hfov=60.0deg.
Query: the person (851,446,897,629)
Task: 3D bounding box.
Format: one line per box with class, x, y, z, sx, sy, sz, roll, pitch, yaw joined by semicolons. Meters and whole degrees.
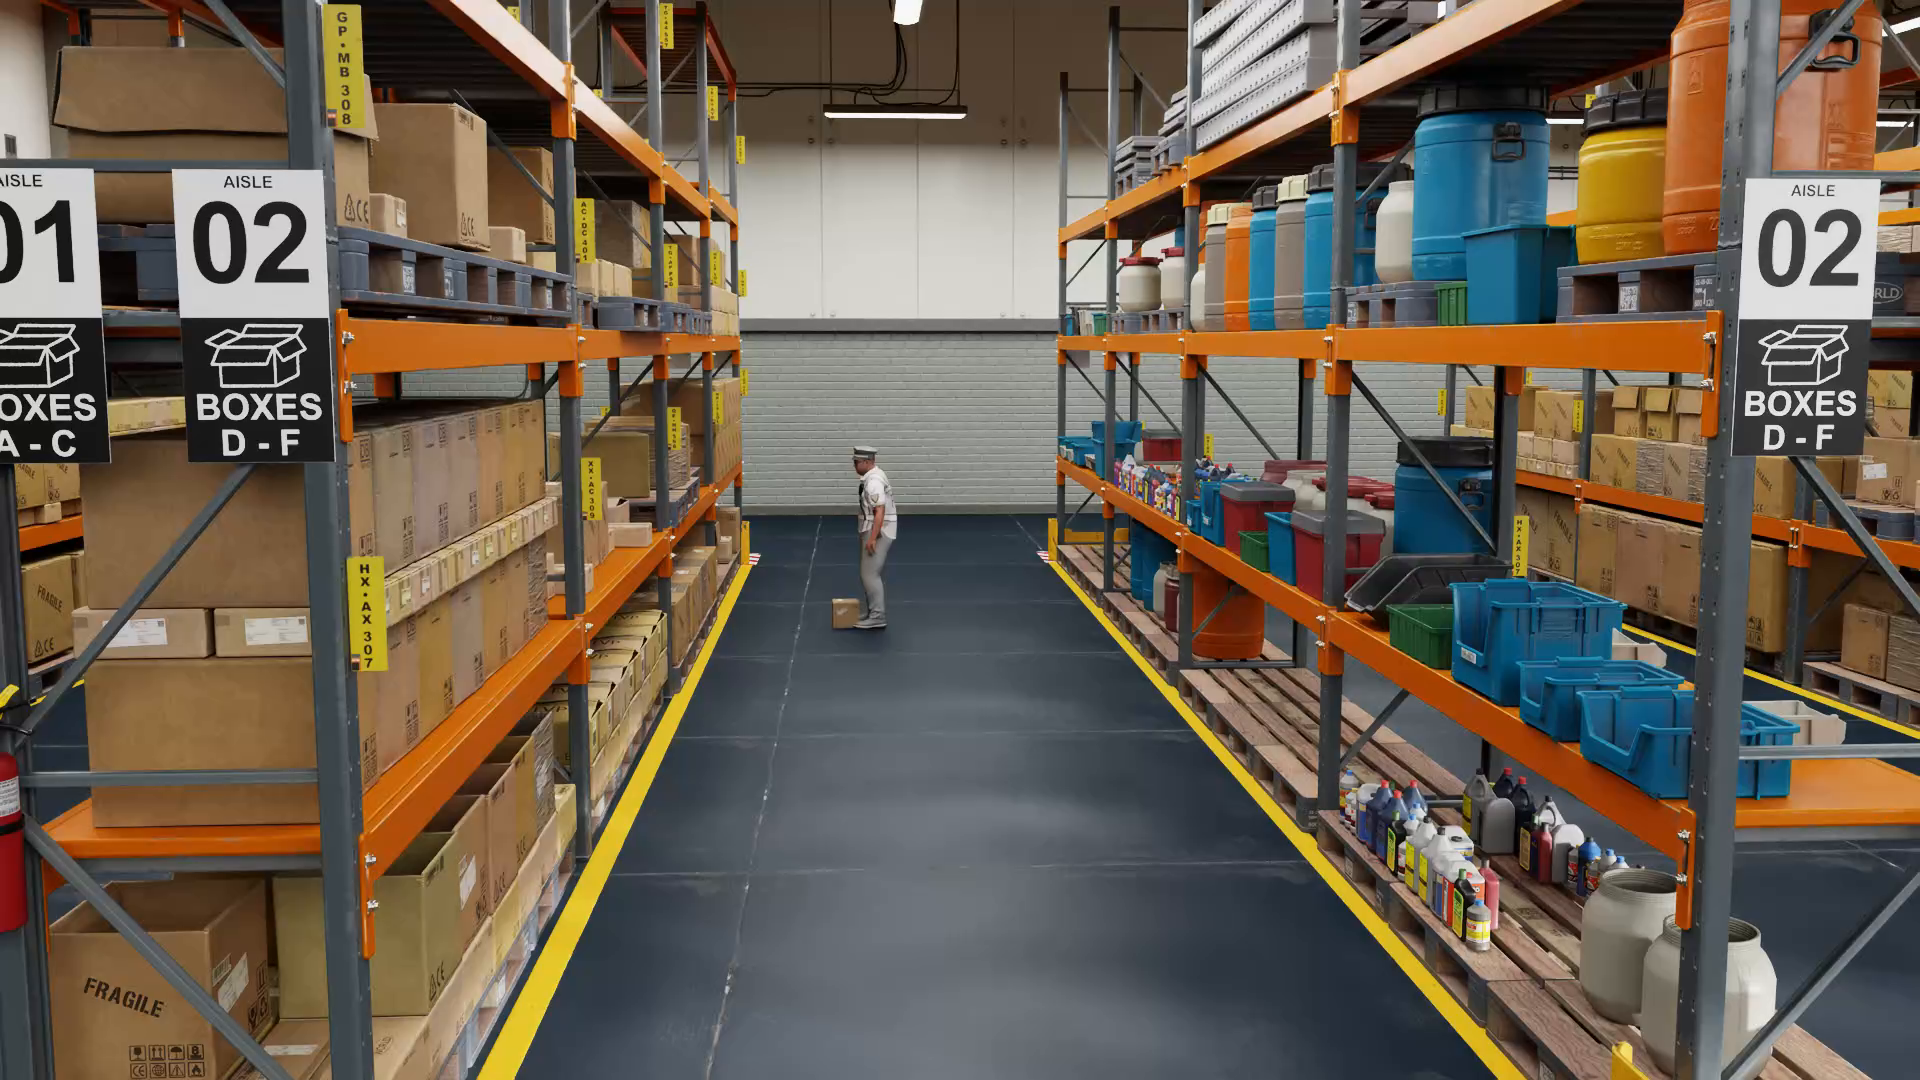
person;-0.831;-0.037;16.027;0.437;1.747;0.603;-1;7;-7
